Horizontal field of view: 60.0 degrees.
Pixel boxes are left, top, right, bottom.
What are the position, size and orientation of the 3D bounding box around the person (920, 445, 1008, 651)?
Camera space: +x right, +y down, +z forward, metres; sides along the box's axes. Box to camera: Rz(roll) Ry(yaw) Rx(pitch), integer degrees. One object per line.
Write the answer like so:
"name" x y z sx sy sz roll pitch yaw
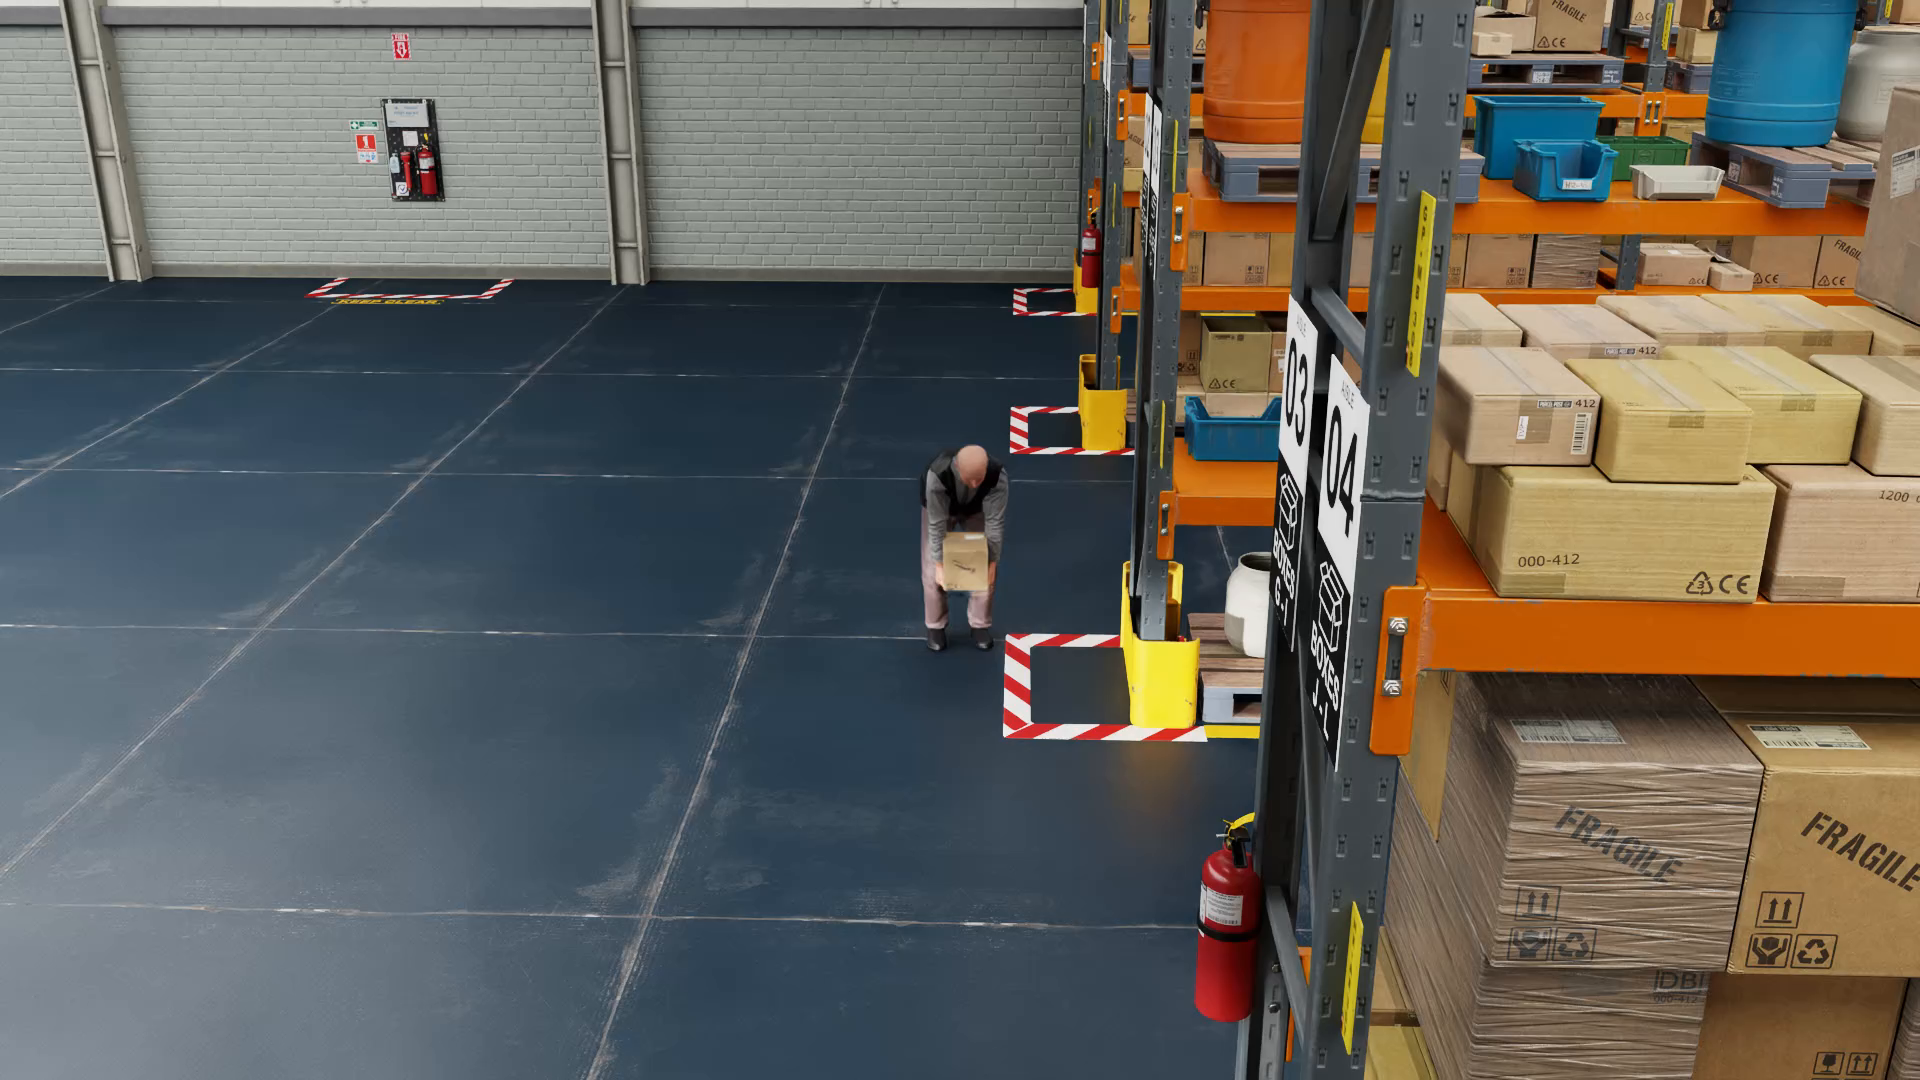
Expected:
"person" 0.024 0.024 9.531 0.469 1.388 0.861 -2 21 -6
